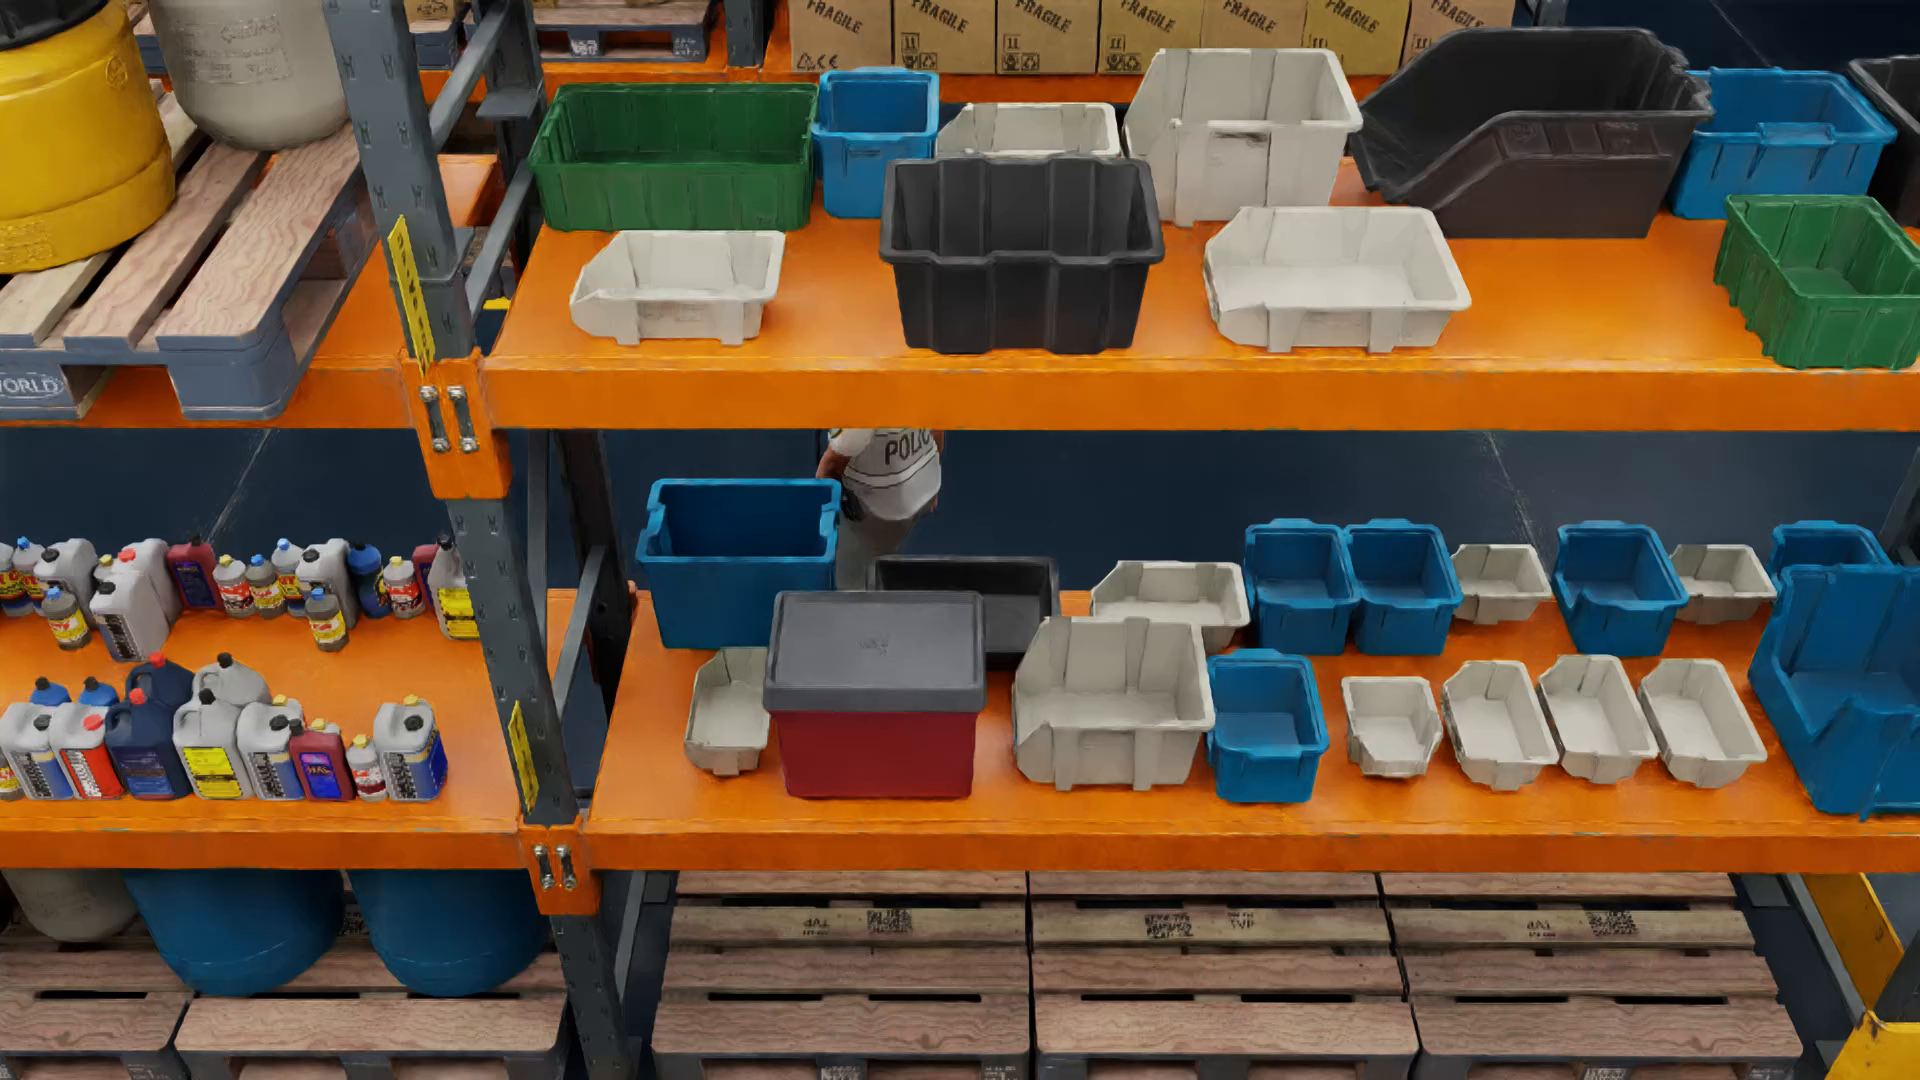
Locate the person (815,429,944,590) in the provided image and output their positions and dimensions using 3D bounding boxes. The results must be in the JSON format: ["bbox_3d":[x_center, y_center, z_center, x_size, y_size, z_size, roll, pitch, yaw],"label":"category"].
[{"bbox_3d":[-0.280,-0.191,6.378,0.817,1.723,0.546,20,44,23],"label":"person"}]
